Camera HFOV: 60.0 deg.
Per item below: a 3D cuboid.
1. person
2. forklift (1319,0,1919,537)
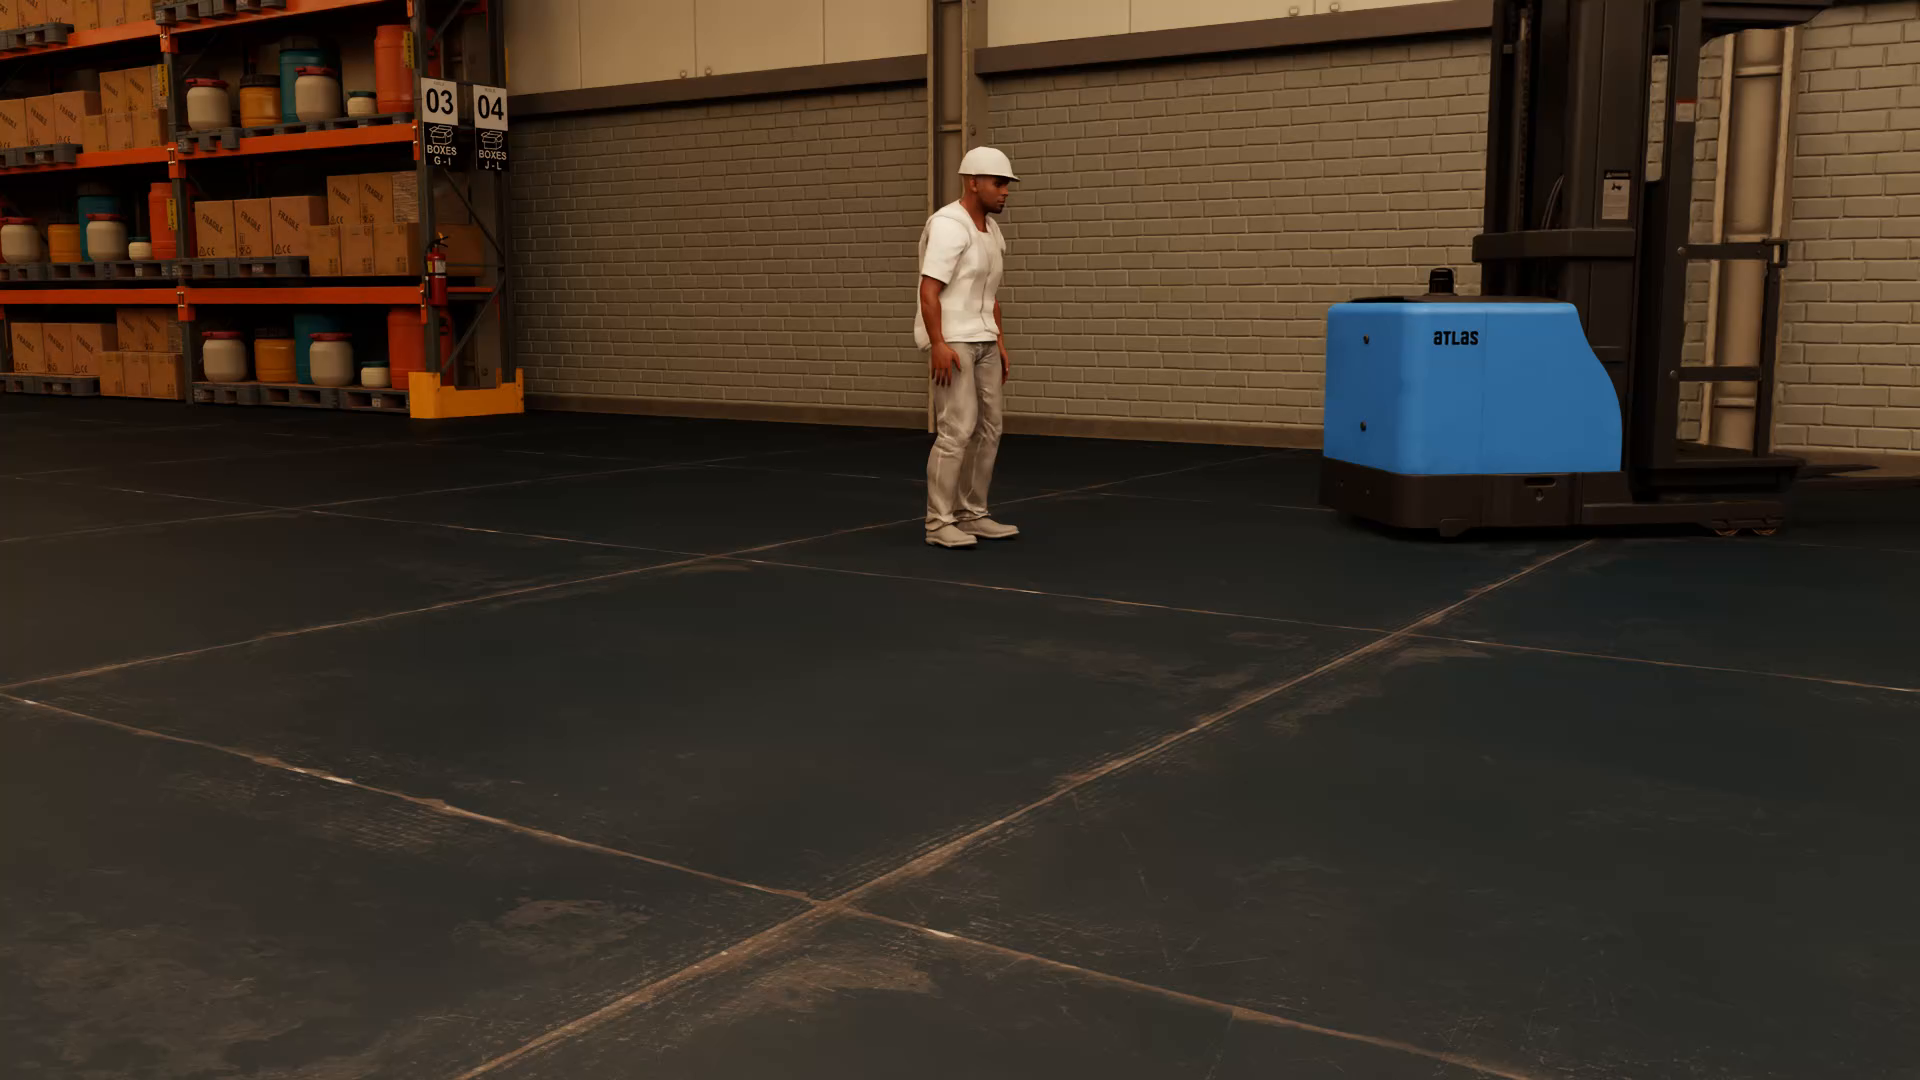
[{"bbox_3d":[0.044,-0.868,7.474,0.460,1.759,0.629,5,9,30],"label":"person"},{"bbox_3d":[3.373,-1.538,8.008,3.031,2.935,1.130,-1,8,-10],"label":"forklift"}]
